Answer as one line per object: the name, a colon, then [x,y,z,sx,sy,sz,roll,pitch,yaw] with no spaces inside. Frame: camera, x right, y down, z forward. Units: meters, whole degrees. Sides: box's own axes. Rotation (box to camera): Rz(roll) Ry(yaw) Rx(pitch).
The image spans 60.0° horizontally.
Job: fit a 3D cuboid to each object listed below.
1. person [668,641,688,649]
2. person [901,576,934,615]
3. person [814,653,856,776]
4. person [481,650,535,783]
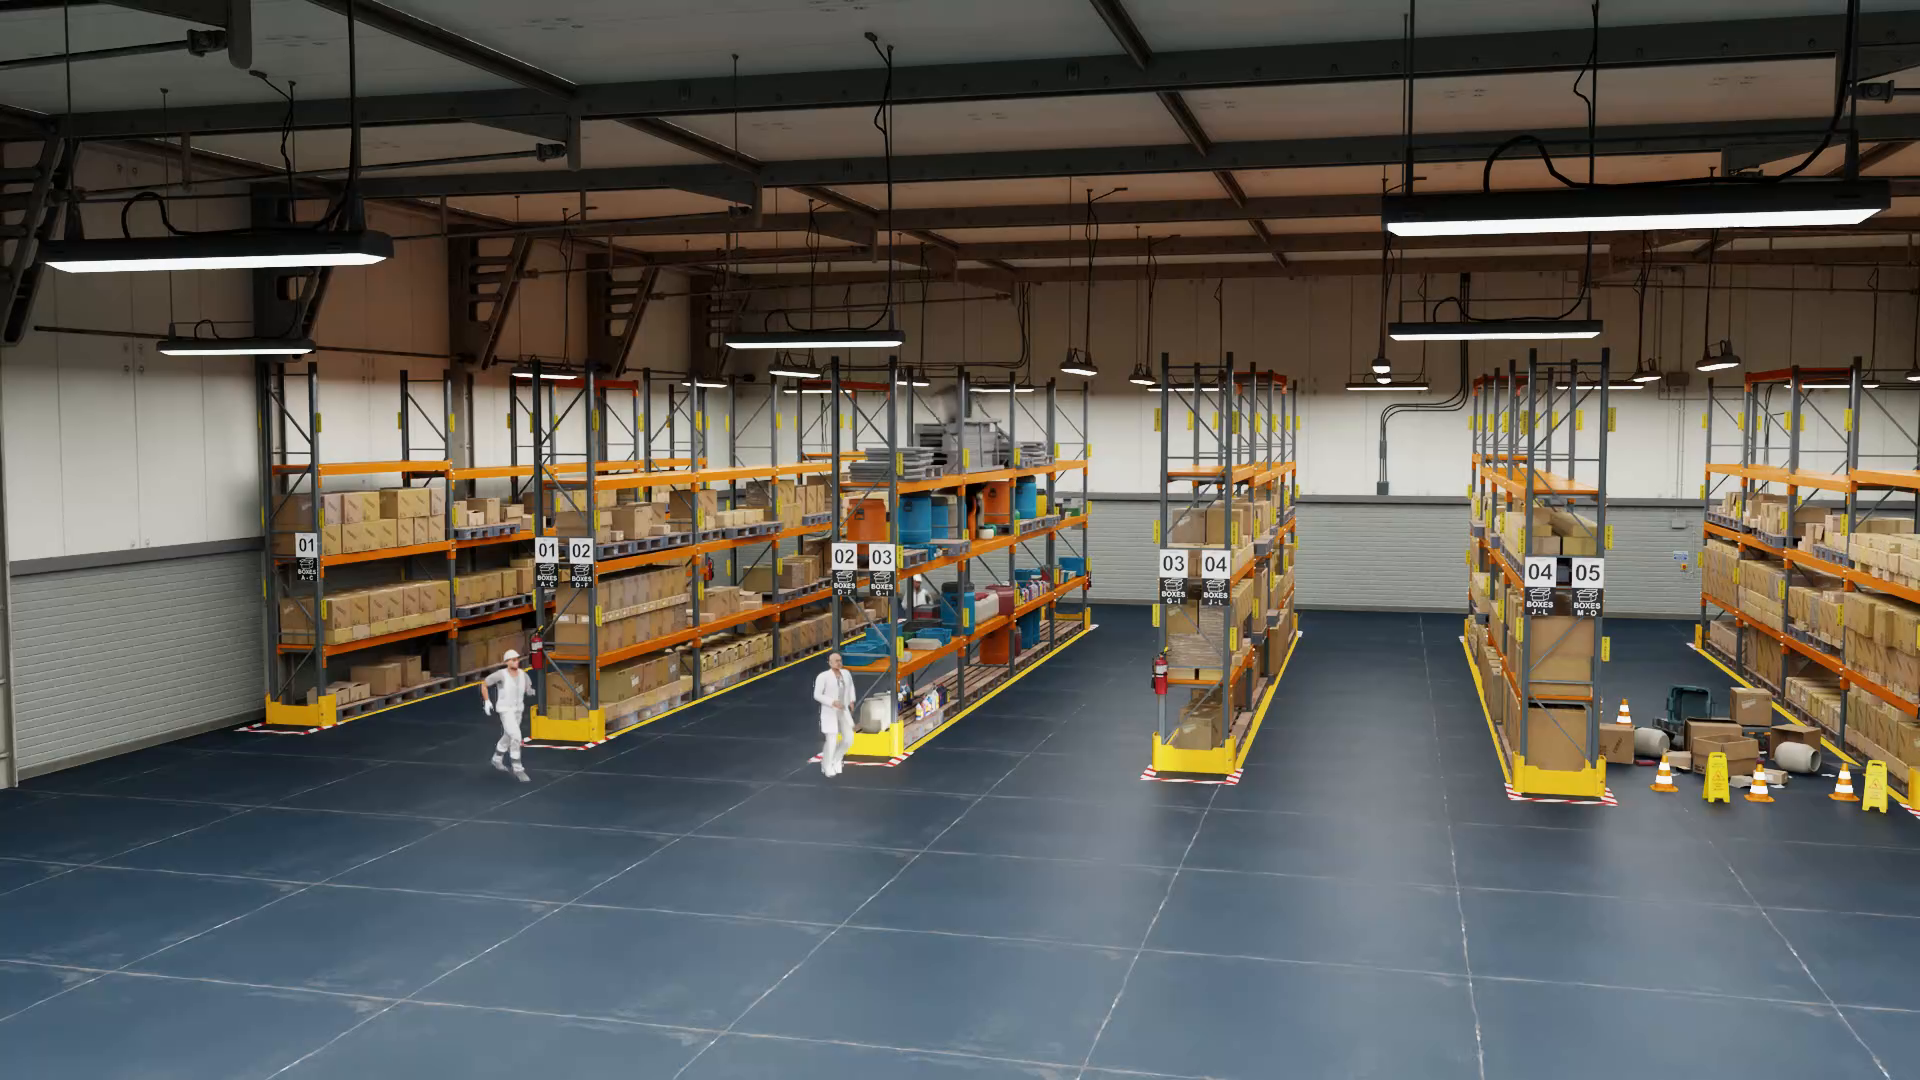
person: [-5.872,1.748,34.498,0.661,1.680,0.585,1,4,20]
person: [-0.908,1.638,35.400,0.684,1.775,0.794,0,4,3]
person: [-1.724,2.475,23.544,0.745,1.753,0.685,-3,5,-34]
person: [-6.329,2.450,23.373,0.895,1.835,0.649,3,5,32]
